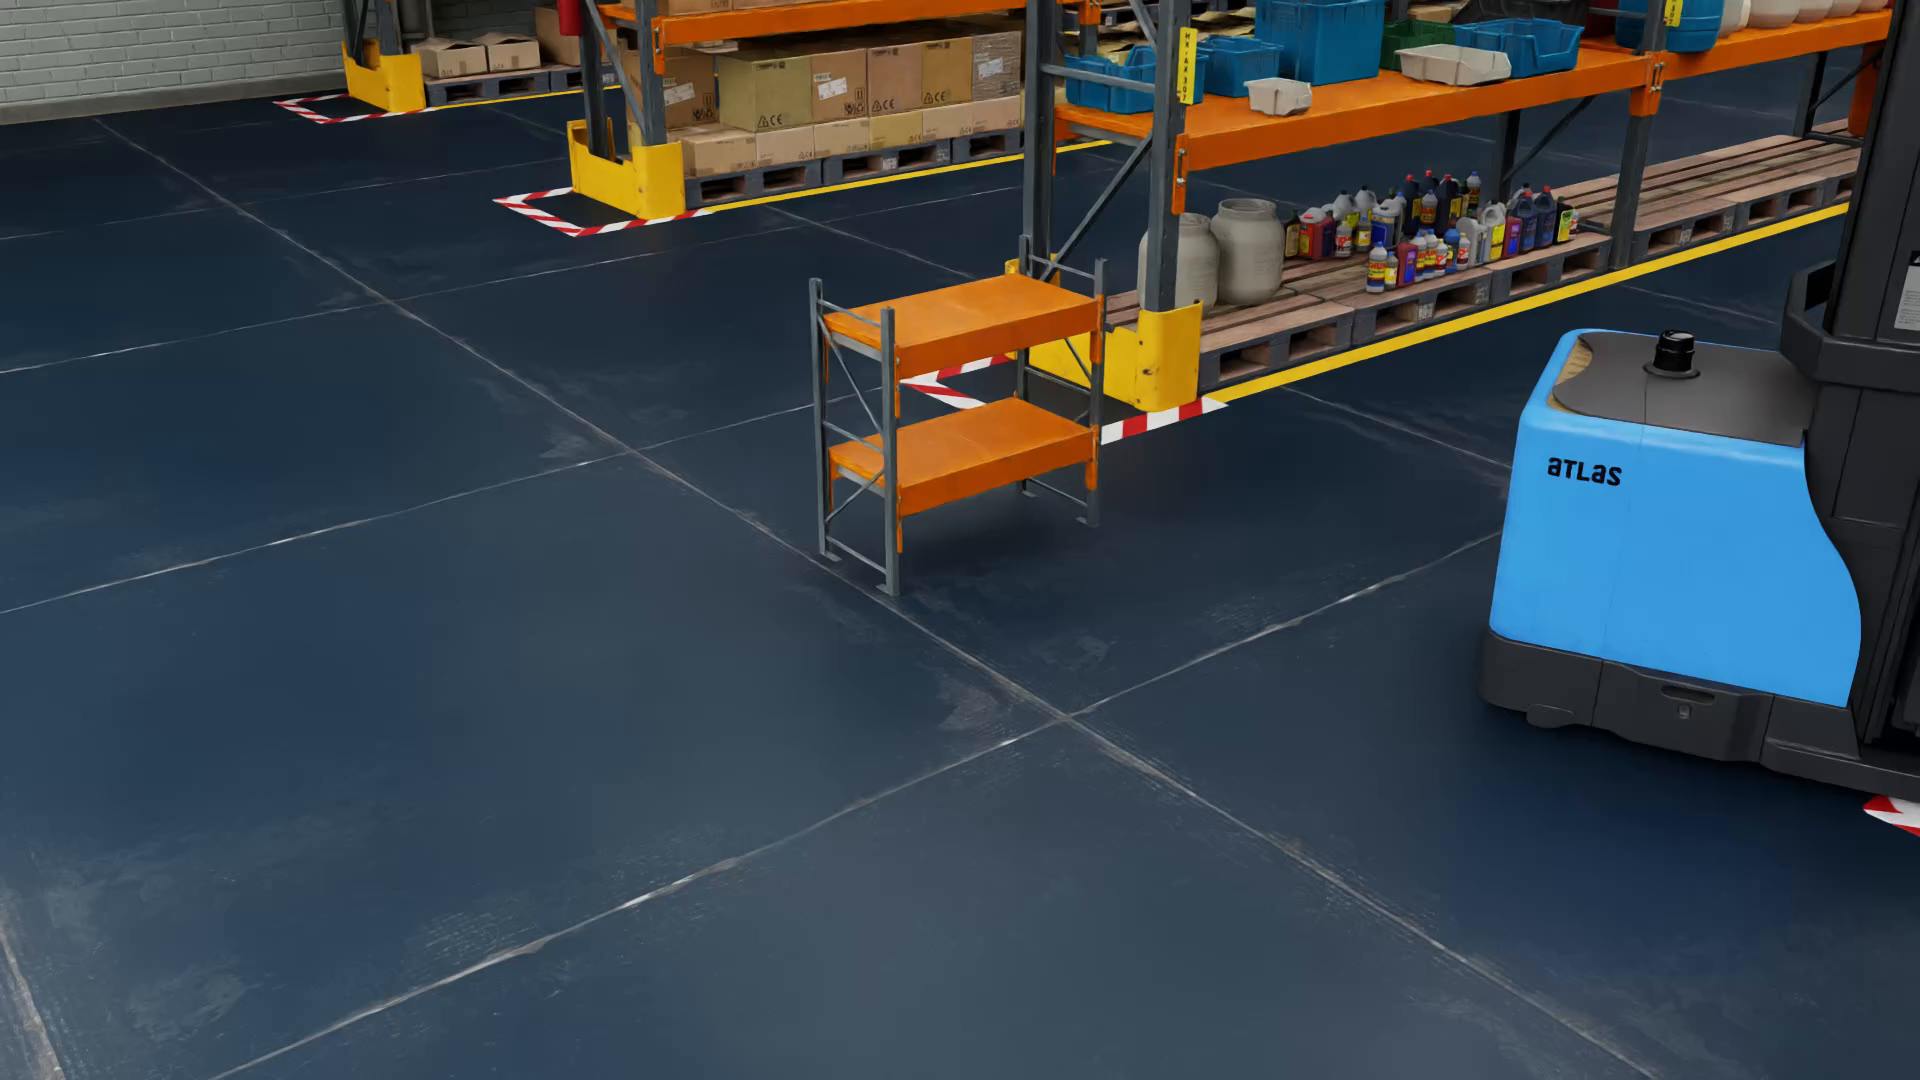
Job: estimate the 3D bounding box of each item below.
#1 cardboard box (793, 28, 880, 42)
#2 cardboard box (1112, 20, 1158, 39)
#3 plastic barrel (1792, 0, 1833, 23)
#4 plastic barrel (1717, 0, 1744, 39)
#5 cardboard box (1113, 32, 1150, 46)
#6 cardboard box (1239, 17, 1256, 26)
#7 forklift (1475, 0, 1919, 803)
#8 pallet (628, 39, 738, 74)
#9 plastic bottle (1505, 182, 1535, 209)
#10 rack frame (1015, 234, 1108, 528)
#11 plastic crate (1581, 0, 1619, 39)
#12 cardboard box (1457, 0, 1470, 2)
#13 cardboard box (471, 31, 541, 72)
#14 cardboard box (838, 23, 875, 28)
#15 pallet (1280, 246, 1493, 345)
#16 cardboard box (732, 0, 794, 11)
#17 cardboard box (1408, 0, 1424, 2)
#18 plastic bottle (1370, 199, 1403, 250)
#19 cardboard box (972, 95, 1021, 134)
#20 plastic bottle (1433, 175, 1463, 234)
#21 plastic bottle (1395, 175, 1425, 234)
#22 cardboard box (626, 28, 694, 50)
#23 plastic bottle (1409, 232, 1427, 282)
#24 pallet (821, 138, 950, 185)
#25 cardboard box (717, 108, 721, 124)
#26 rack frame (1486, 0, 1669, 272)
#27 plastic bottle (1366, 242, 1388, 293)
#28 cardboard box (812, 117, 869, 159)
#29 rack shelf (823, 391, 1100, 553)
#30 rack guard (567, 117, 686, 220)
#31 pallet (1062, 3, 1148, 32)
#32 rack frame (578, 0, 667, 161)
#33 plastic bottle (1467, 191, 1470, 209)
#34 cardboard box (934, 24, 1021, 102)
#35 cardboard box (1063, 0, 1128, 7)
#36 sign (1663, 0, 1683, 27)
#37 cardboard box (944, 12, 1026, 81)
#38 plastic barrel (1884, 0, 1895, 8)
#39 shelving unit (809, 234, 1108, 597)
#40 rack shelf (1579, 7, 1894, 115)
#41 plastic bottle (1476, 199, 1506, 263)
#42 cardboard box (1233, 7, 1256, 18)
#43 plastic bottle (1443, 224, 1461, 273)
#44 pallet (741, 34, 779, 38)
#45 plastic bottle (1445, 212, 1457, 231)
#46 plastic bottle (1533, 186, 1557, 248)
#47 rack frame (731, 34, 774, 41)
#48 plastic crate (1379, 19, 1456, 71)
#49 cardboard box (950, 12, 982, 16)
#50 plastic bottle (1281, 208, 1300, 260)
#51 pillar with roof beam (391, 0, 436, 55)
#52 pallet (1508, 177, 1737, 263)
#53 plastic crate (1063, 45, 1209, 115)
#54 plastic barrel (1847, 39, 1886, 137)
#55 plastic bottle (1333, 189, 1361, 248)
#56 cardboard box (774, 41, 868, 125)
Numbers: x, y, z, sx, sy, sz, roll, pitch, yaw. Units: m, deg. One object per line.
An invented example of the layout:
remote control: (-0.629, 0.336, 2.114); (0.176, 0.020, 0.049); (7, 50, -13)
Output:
cardboard box: (-0.968, -3.730, 13.101); (0.500, 0.500, 0.500); (-18, 31, -34)
cardboard box: (1.711, -4.518, 15.022); (0.500, 0.311, 0.500); (-18, 31, -34)
plastic barrel: (5.629, -3.752, 11.111); (0.433, 0.535, 0.433); (0, 25, 0)
plastic barrel: (4.711, -3.449, 10.458); (0.433, 0.535, 0.433); (0, 25, 0)
cardboard box: (1.645, -4.205, 14.348); (0.500, 0.311, 0.500); (-19, 31, -35)
cardboard box: (2.853, -4.606, 15.212); (0.500, 0.311, 0.500); (-18, 31, -34)
forklift: (3.261, -0.657, 4.685); (3.031, 2.935, 1.130); (12, 27, 24)
pallet: (-2.797, -5.043, 17.365); (1.213, 0.211, 1.003); (-18, 31, -34)
plastic bottle: (3.405, -1.995, 10.109); (0.185, 0.351, 0.144); (-18, 31, -34)
rack frame: (0.405, -0.644, 6.802); (0.032, 1.125, 0.500); (-18, 31, -34)
plastic crate: (4.015, -3.468, 10.584); (0.583, 0.464, 0.402); (-18, 31, -34)
cardboard box: (5.258, -5.249, 16.943); (0.500, 0.500, 0.500); (-19, 31, -35)
cardboard box: (-4.389, -4.733, 16.056); (0.500, 0.311, 0.500); (-15, 29, -30)
cardboard box: (-1.346, -5.907, 18.362); (0.500, 0.500, 0.700); (-19, 31, -35)
pallet: (2.308, -1.468, 9.662); (1.213, 0.211, 1.003); (-18, 31, -34)
cardboard box: (-1.593, -4.115, 11.935); (0.500, 0.500, 0.700); (-17, 30, -33)
cardboard box: (4.550, -5.635, 16.886); (0.500, 0.250, 0.500); (-17, 30, -32)
plastic bottle: (2.560, -1.902, 9.998); (0.135, 0.276, 0.152); (-18, 31, -34)
cardboard box: (0.140, -3.478, 13.447); (0.500, 0.250, 0.500); (-18, 31, -34)
plastic bottle: (3.021, -2.090, 10.314); (0.185, 0.351, 0.144); (-18, 31, -34)
plastic bottle: (2.783, -2.089, 10.311); (0.185, 0.351, 0.144); (-20, 31, -36)
cardboard box: (-3.082, -5.277, 17.003); (0.500, 0.500, 0.500); (-21, 32, -38)
plastic bottle: (2.564, -1.592, 9.335); (0.097, 0.271, 0.097); (0, 25, 0)
pallet: (-0.843, -3.078, 13.130); (1.213, 0.211, 1.003); (-18, 31, -34)
cardboard box: (-1.753, -3.129, 12.696); (0.500, 0.250, 0.500); (-18, 31, -34)
rack frame: (3.823, -3.212, 10.108); (0.127, 3.000, 1.000); (-18, 31, -34)
plastic bottle: (2.294, -1.503, 9.143); (0.097, 0.271, 0.097); (0, 25, 0)
cardboard box: (-1.034, -3.084, 12.600); (0.500, 0.250, 0.500); (-18, 31, -34)
rack shelf: (0.005, -0.290, 6.620); (1.000, 0.278, 0.538); (-18, 31, -34)
rack guard: (-2.397, -2.675, 11.919); (0.348, 0.500, 1.175); (-18, 31, -34)
pallet: (1.524, -6.448, 20.393); (1.213, 0.211, 1.003); (-18, 31, -34)
rack frame: (-2.378, -3.815, 11.406); (0.127, 3.000, 1.000); (-18, 31, -34)
plastic bottle: (3.222, -2.178, 10.682); (0.097, 0.201, 0.097); (0, 25, 0)
cardboard box: (0.139, -3.818, 13.291); (0.500, 0.500, 0.500); (-18, 31, -34)
cardboard box: (1.517, -6.896, 20.100); (0.750, 0.750, 0.750); (-19, 31, -35)
sign: (4.154, -3.152, 9.650); (0.005, 0.325, 0.100); (-18, 31, -34)
cardboard box: (0.211, -4.120, 13.942); (0.500, 0.500, 0.500); (-18, 31, -34)
plastic barrel: (6.792, -4.092, 11.842); (0.708, 0.536, 0.600); (-18, 31, -34)
shelving unit: (0.005, -0.512, 6.517); (1.048, 1.125, 0.538); (-18, 31, -34)
rack shelf: (5.397, -3.405, 11.378); (4.000, 0.370, 1.077); (-18, 31, -34)
plastic bottle: (3.089, -1.813, 9.718); (0.185, 0.351, 0.144); (-18, 31, -34)
cardboard box: (2.915, -4.913, 15.873); (0.500, 0.311, 0.500); (-19, 31, -35)
plastic bottle: (2.802, -1.670, 9.504); (0.097, 0.271, 0.097); (0, 25, 0)
pallet: (-1.679, -5.432, 18.203); (1.213, 0.211, 1.003); (-18, 31, -34)
plastic bottle: (2.892, -1.777, 9.720); (0.133, 0.283, 0.061); (-18, 31, -34)
plastic bottle: (3.494, -1.947, 10.006); (0.185, 0.351, 0.144); (-19, 31, -35)
rack frame: (-2.290, -6.494, 17.179); (0.127, 3.000, 1.000); (-18, 31, -34)
plastic crate: (2.580, -2.857, 9.594); (0.662, 0.188, 0.450); (-18, 31, -34)
cardboard box: (-0.154, -6.299, 19.206); (0.500, 0.500, 0.700); (-18, 31, -34)
plastic bottle: (1.931, -1.799, 9.767); (0.133, 0.283, 0.061); (-17, 30, -33)
pillar with roof beam: (-2.765, -7.218, 11.614); (0.400, 9.000, 9.100); (-18, 31, -34)
pallet: (4.417, -2.164, 11.162); (1.213, 0.211, 1.003); (-18, 31, -34)
plastic crate: (0.884, -2.335, 8.394); (0.616, 0.251, 0.499); (-18, 31, -34)
plastic barrel: (7.345, -3.590, 13.001); (0.708, 0.830, 0.600); (-18, 31, -34)
plastic bottle: (2.302, -1.930, 9.969); (0.185, 0.351, 0.144); (-17, 30, -32)
cardboard box: (-1.041, -3.428, 12.451); (0.500, 0.500, 0.500); (-18, 31, -34)
